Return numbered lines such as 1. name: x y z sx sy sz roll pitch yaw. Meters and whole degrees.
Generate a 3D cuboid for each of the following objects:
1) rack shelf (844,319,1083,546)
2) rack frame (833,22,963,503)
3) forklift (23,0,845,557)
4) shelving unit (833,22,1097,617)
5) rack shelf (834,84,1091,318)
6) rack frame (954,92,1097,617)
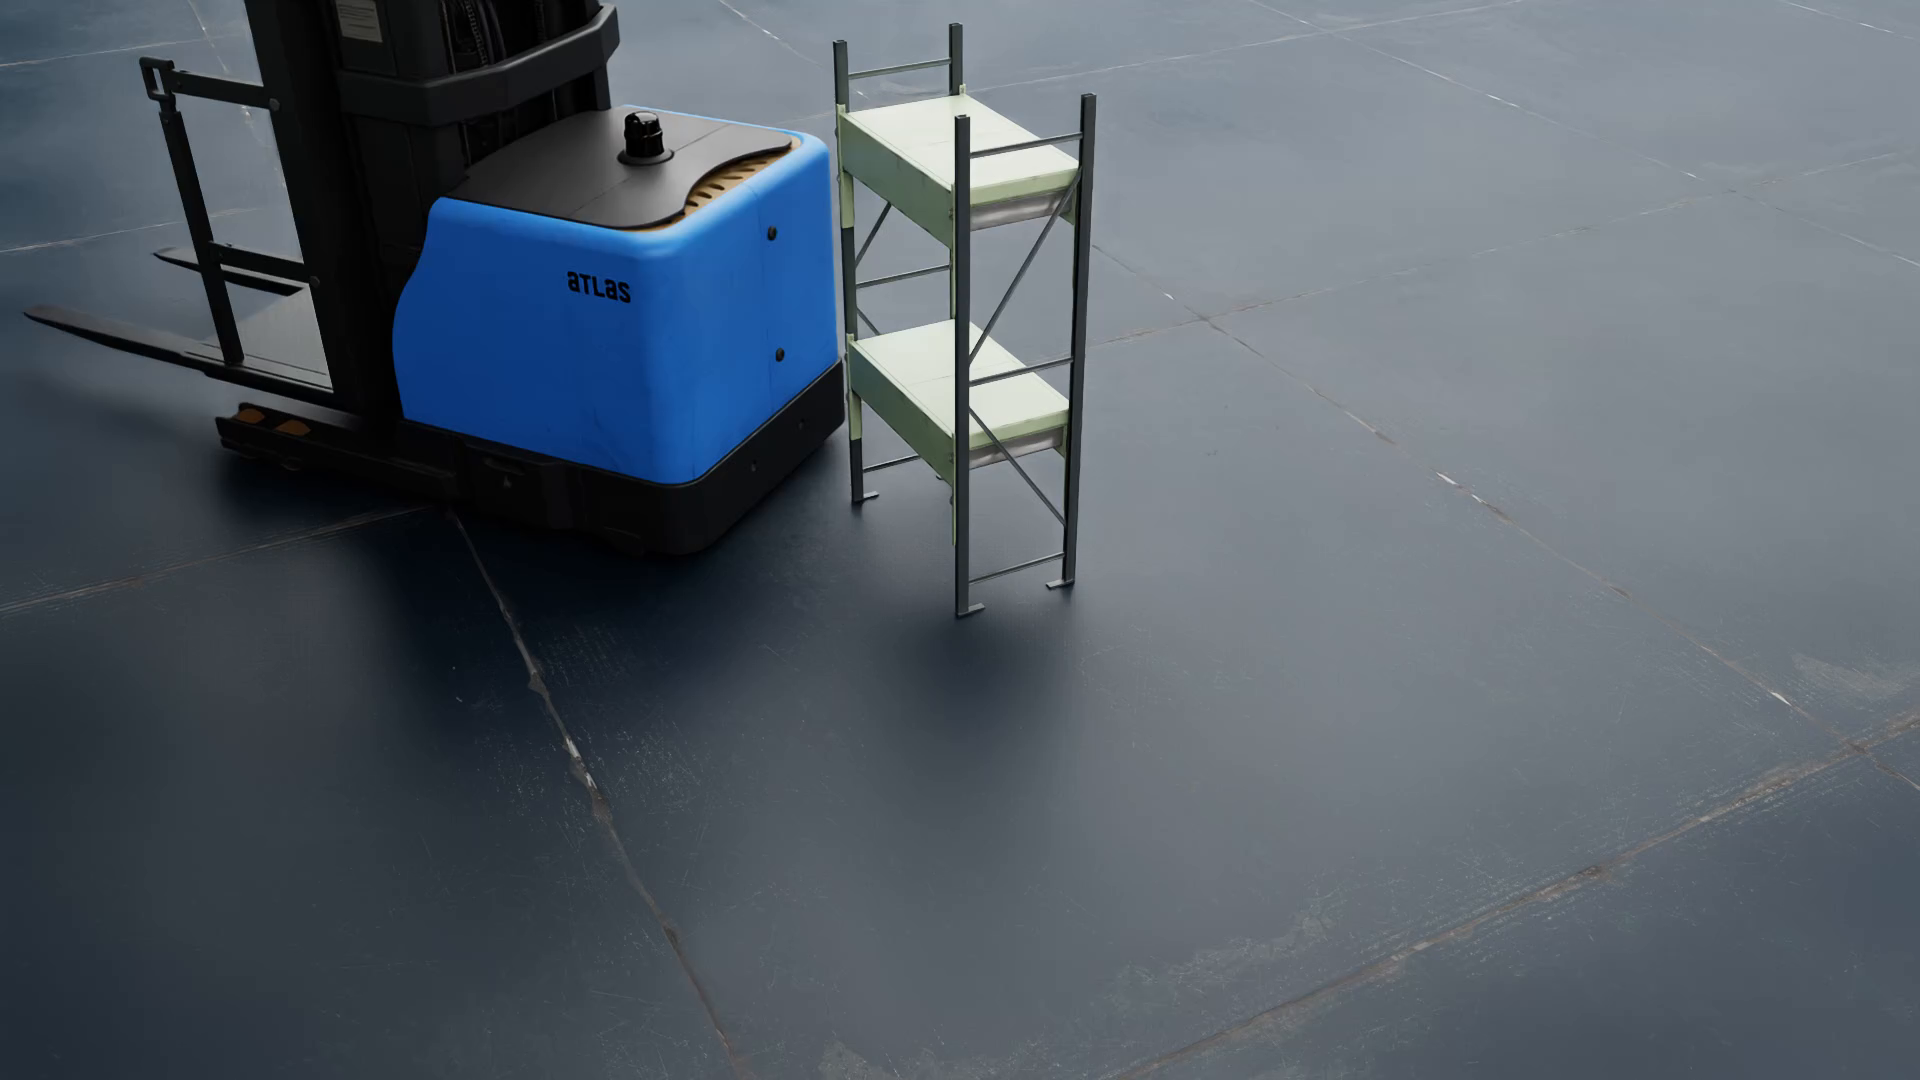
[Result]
1. rack shelf: -0.003 -0.360 5.026 0.431 0.370 0.720 -16 36 -23
2. rack frame: -0.174 -0.809 5.123 0.400 1.500 0.023 -16 36 -23
3. forklift: -1.958 -1.710 5.202 3.031 2.935 1.130 14 35 21
4. shelving unit: -0.003 -0.635 4.850 0.431 1.500 0.755 -16 36 -23
5. rack shelf: -0.003 -0.963 4.640 0.431 0.370 0.720 -16 36 -23
6. rack frame: 0.168 -0.460 4.578 0.400 1.500 0.023 -16 36 -23
